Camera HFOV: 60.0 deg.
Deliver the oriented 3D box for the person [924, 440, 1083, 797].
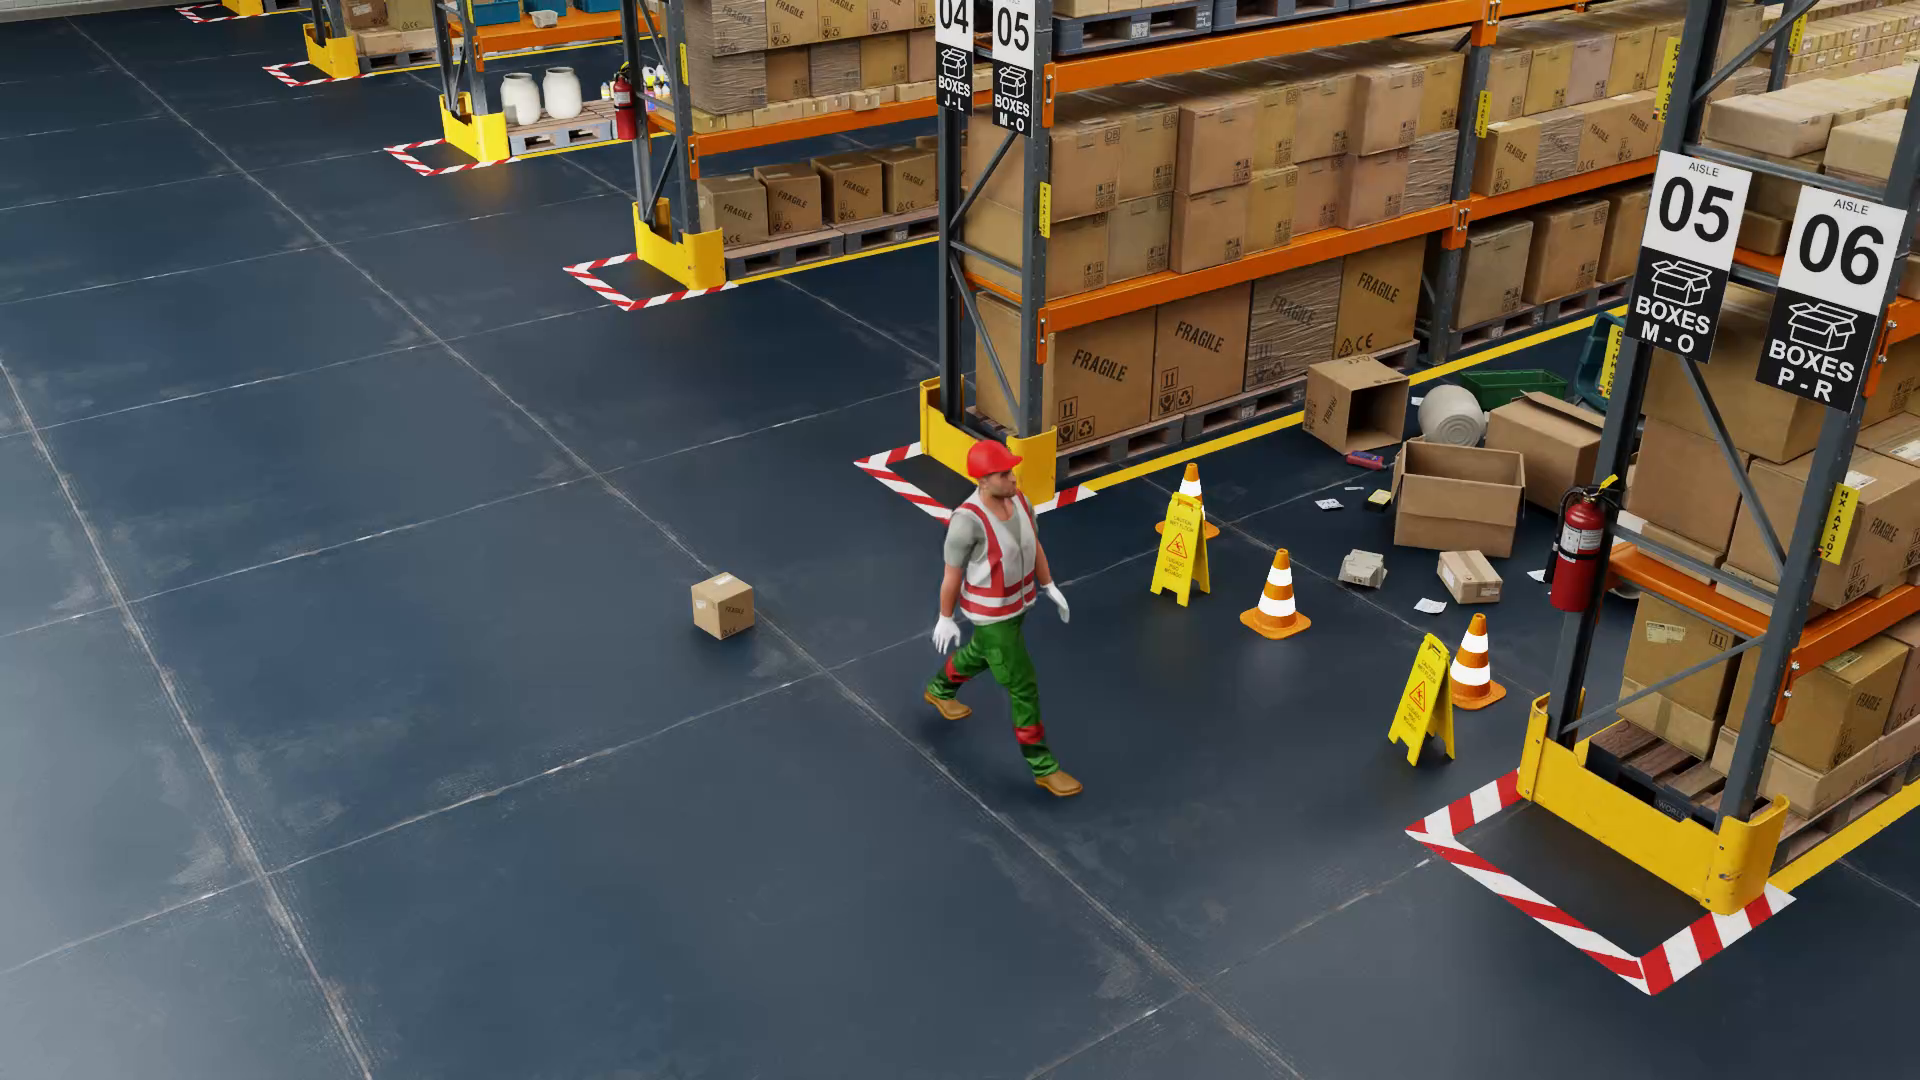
[{"bbox_3d":[0.214,0.322,8.016,1.099,1.738,0.584,18,33,30],"label":"person"}]
